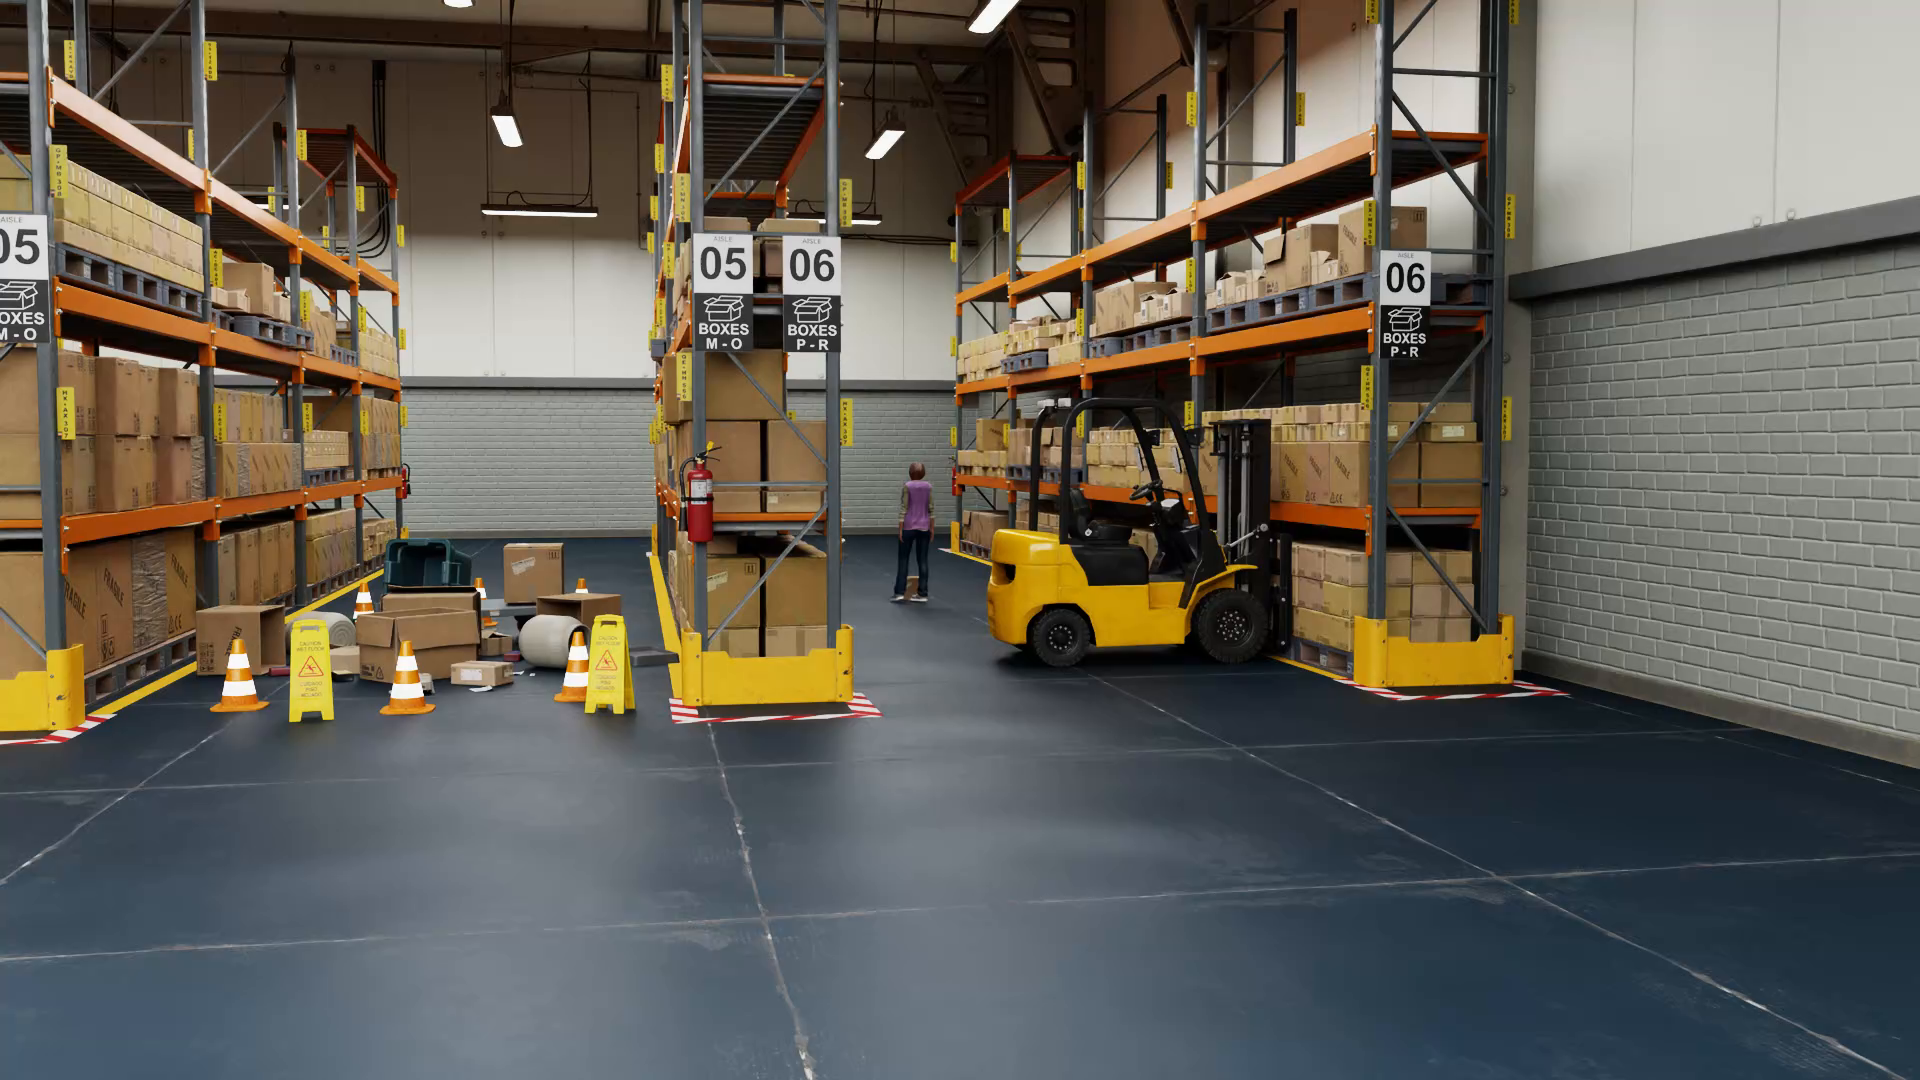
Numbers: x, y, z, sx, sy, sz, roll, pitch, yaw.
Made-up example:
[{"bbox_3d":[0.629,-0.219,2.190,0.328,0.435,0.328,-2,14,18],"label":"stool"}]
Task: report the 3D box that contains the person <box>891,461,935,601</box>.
[{"bbox_3d":[-0.532,-0.104,18.926,0.433,1.594,0.517,-1,3,-22],"label":"person"}]
